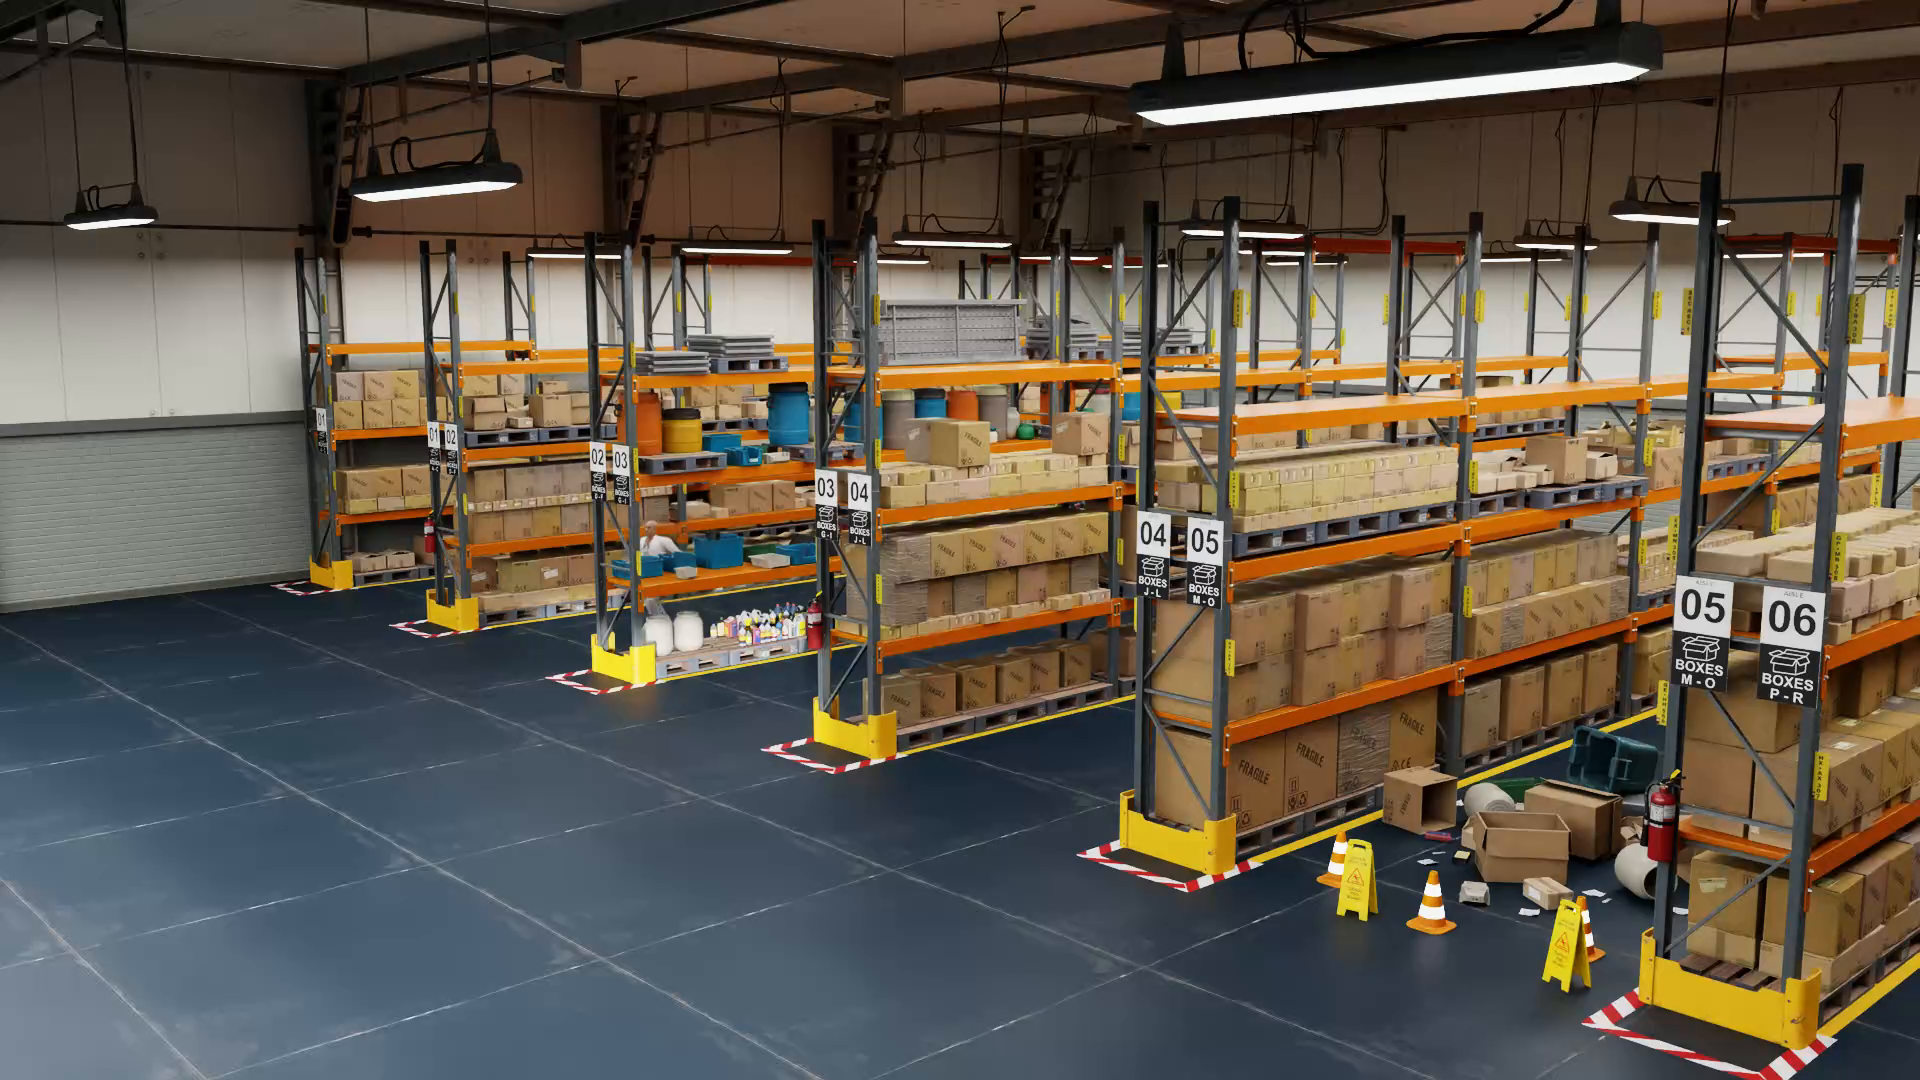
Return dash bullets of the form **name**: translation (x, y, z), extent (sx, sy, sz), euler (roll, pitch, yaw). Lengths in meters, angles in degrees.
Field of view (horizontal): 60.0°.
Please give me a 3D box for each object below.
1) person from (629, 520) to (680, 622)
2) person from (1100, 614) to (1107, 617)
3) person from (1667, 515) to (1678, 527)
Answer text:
- **person**: translation (-4.665, 0.609, 25.220), extent (0.682, 1.824, 0.811), euler (5, 10, 31)
- **person**: translation (2.228, 0.320, 25.457), extent (0.661, 1.690, 0.569), euler (6, 10, 34)
- **person**: translation (11.271, 0.466, 26.293), extent (0.588, 1.745, 0.711), euler (-5, 10, -33)
